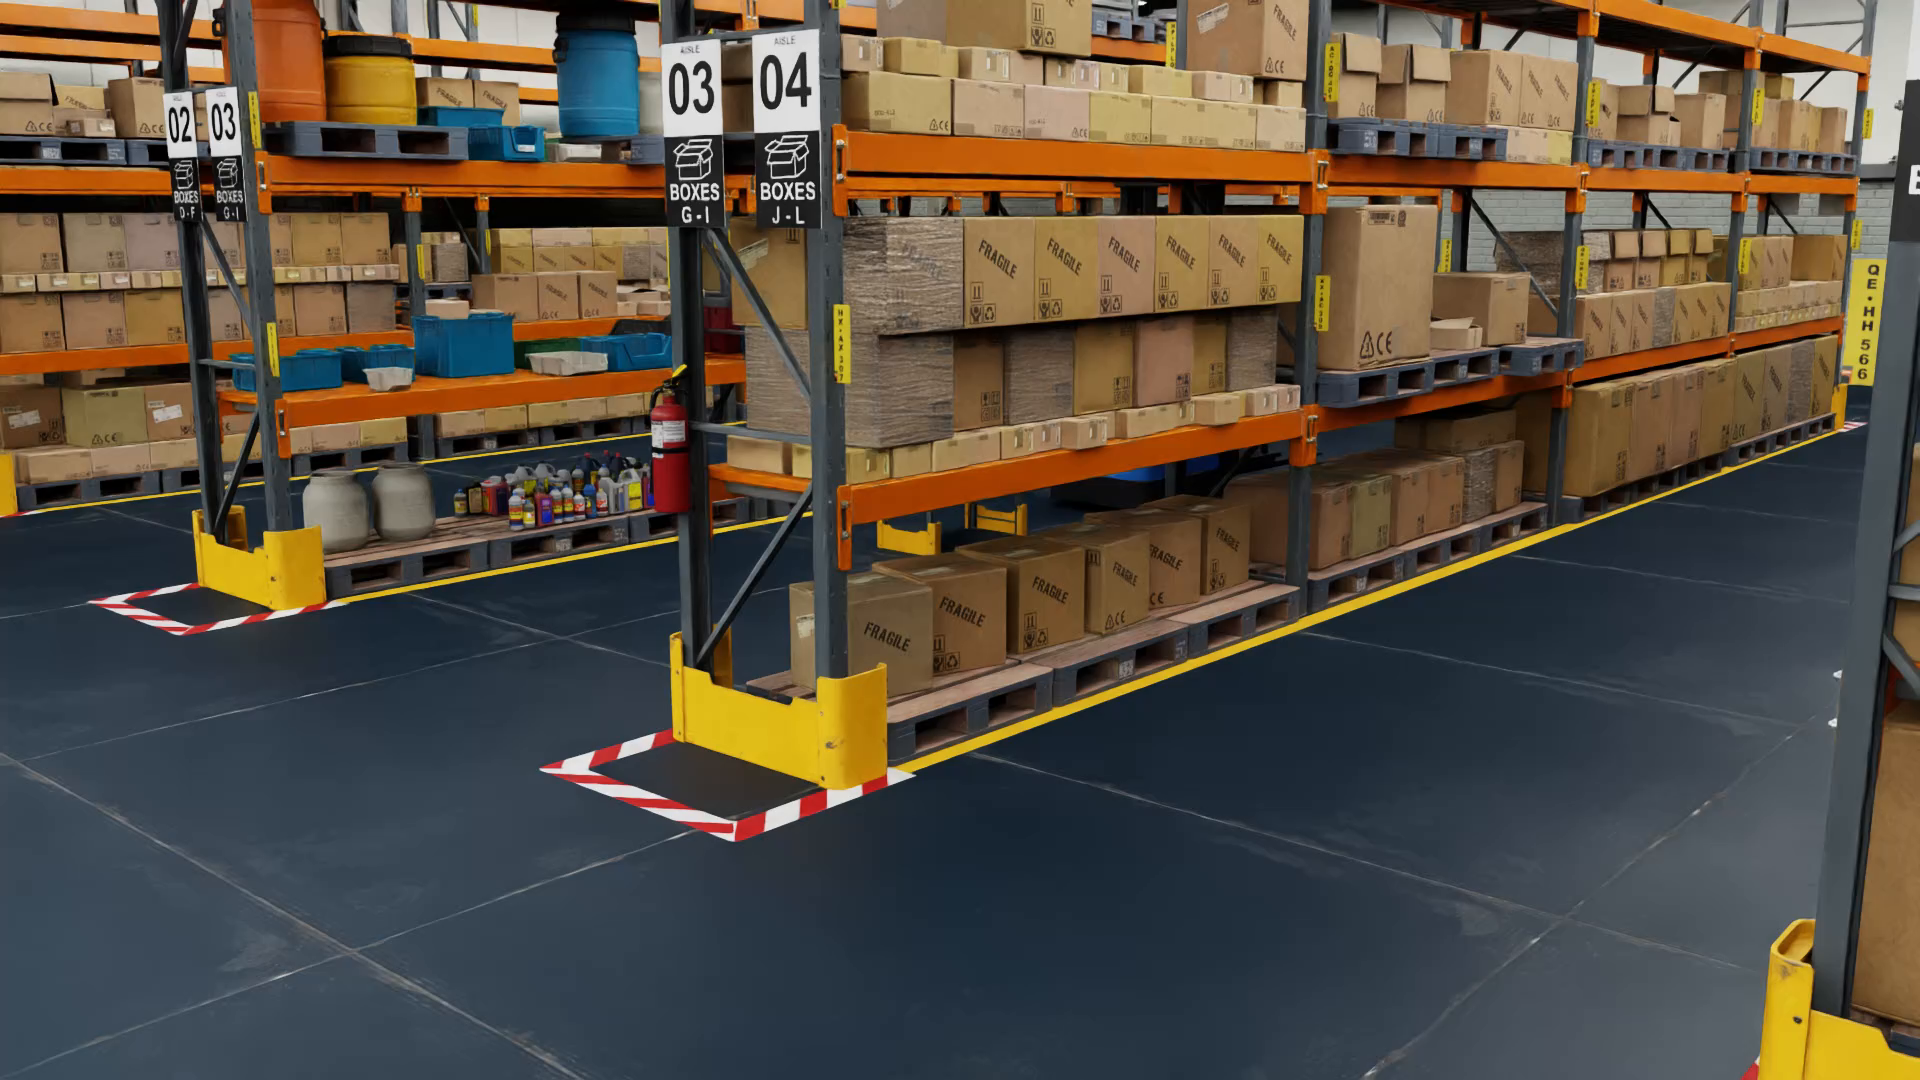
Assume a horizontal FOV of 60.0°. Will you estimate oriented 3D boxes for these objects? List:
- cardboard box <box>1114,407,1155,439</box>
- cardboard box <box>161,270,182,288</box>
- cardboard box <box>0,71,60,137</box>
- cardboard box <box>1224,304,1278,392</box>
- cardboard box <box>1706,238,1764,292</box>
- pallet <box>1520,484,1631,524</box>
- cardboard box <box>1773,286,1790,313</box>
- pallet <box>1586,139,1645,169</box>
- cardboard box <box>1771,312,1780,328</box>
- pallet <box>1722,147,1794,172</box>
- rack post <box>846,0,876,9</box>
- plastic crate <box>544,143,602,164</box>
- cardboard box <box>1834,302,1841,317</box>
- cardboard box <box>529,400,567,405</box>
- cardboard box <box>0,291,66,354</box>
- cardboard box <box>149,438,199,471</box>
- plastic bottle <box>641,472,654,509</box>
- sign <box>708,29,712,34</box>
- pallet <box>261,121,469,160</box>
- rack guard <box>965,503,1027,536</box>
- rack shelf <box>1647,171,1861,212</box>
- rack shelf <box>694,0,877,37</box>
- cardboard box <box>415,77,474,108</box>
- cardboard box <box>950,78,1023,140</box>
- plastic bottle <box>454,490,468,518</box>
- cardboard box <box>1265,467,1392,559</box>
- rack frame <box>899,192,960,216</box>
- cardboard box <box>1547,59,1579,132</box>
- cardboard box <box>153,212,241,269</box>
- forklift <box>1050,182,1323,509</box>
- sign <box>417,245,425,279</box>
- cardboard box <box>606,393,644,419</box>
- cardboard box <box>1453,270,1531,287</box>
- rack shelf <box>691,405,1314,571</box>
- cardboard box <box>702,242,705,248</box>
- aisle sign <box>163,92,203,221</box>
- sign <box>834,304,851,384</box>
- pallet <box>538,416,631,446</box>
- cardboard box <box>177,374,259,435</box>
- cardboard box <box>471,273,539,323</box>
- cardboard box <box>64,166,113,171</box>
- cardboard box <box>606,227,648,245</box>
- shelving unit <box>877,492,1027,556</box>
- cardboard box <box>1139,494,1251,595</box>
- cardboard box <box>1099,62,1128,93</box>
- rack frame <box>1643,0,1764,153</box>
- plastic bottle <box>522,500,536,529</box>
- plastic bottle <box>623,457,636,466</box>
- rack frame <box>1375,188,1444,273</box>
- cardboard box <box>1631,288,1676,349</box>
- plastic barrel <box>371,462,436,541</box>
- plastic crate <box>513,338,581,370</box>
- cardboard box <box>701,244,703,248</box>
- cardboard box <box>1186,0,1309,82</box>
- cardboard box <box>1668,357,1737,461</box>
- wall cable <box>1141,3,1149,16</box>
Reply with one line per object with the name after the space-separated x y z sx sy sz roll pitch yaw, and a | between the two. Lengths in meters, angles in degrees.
0.816 -0.641 8.905 0.380 0.149 0.250 10 15 40 | cardboard box
-7.071 -2.333 14.820 0.380 0.149 0.250 10 15 40 | cardboard box
-7.958 -3.626 13.855 0.637 0.503 0.797 -11 16 -44 | cardboard box
1.395 -1.190 9.994 0.875 0.500 0.500 10 15 40 | cardboard box
7.528 -2.707 16.317 0.500 0.500 0.500 10 15 40 | cardboard box
4.956 -0.380 14.076 1.003 0.211 1.213 10 15 40 | pallet
8.196 -2.487 17.128 0.500 0.250 0.500 10 15 42 | cardboard box
4.764 -3.121 13.505 1.213 0.211 1.003 11 16 43 | pallet
8.152 -2.261 17.016 0.380 0.149 0.250 9 15 40 | cardboard box
7.567 -3.776 16.528 1.003 0.211 1.213 10 15 40 | pallet
-0.747 -5.034 14.430 1.013 1.000 3.121 10 15 40 | rack post
-2.738 -2.747 11.819 0.243 0.136 0.396 10 15 40 | plastic crate
9.672 -2.600 18.713 0.380 0.149 0.250 10 15 41 | cardboard box
-4.565 -1.645 17.804 0.500 0.311 0.500 9 14 38 | cardboard box
-8.023 -1.862 14.119 0.700 0.500 0.500 10 15 40 | cardboard box
-7.162 -0.801 15.012 0.500 0.250 0.500 10 15 40 | cardboard box
-2.393 -0.387 12.805 0.133 0.283 0.061 -11 16 -44 | plastic bottle
-3.727 -7.522 24.808 0.100 0.325 0.005 10 15 40 | sign
-4.003 -2.592 10.855 1.003 0.211 1.213 10 15 40 | pallet
0.278 -0.185 12.997 0.587 0.250 0.087 10 15 40 | rack guard
8.340 -3.642 17.468 1.077 0.370 4.000 10 15 40 | rack shelf
-0.662 -4.381 14.526 1.077 0.370 4.000 10 15 40 | rack shelf
-5.263 -4.391 16.775 0.500 0.500 0.500 10 15 41 | cardboard box
-0.054 -1.976 7.671 0.500 0.250 0.500 9 15 39 | cardboard box
-3.739 -0.275 12.452 0.097 0.201 0.097 0 11 0 | plastic bottle
2.489 -0.198 11.304 0.700 0.500 0.500 10 15 40 | cardboard box
-0.419 -3.511 22.633 1.000 3.000 0.127 10 15 40 | rack frame
4.252 -3.304 12.405 0.500 0.500 0.500 10 15 42 | cardboard box
-6.982 -2.732 15.163 0.700 0.500 0.500 10 15 40 | cardboard box
2.152 -1.879 14.633 1.130 2.935 3.031 11 15 43 | forklift
-5.282 -2.726 16.289 0.100 0.325 0.005 10 15 40 | sign
-3.896 -1.522 18.619 0.500 0.250 0.500 10 15 42 | cardboard box
4.053 -1.812 12.797 0.500 0.500 0.500 8 14 33 | cardboard box
0.418 -0.406 8.922 1.077 0.370 4.000 10 15 40 | rack shelf
-3.772 -4.376 26.197 0.980 0.700 0.700 10 15 41 | cardboard box
-4.893 -2.407 10.469 0.394 0.787 0.004 10 15 40 | aisle sign
-0.494 -0.819 6.942 0.100 0.325 0.005 10 15 40 | sign
-4.438 -1.261 18.484 1.003 0.211 1.213 10 15 40 | pallet
-6.827 -1.242 15.303 0.500 0.500 0.500 10 15 40 | cardboard box
-4.833 -2.572 17.674 0.500 0.500 0.500 -11 16 -43 | cardboard box
-9.915 -4.325 18.742 0.500 0.500 0.500 8 14 36 | cardboard box
-4.940 -4.473 24.467 0.500 0.250 0.500 10 15 41 | cardboard box
-0.050 -0.724 12.508 0.587 1.500 1.083 10 15 40 | shelving unit
1.445 0.021 10.260 0.500 0.500 0.500 9 15 39 | cardboard box
0.631 -2.338 8.465 0.380 0.149 0.250 9 14 38 | cardboard box
7.020 -5.172 15.630 1.000 3.000 0.127 10 15 40 | rack frame
-3.123 -0.190 12.025 0.097 0.201 0.097 0 11 0 | plastic bottle
-2.714 -0.532 13.548 0.152 0.276 0.135 10 15 42 | plastic bottle
5.939 -3.459 22.370 1.000 3.000 0.127 10 15 40 | rack frame
5.910 -1.952 14.571 0.500 0.500 0.500 10 15 41 | cardboard box
-3.914 -0.271 11.690 0.421 0.512 0.421 0 11 0 | plastic barrel
-3.090 -1.426 12.734 0.450 0.188 0.662 10 15 40 | plastic crate
-4.258 -4.255 25.293 0.500 0.500 0.500 9 15 39 | cardboard box
1.633 -2.865 9.446 0.500 0.500 0.500 9 15 39 | cardboard box
6.612 -1.297 15.900 1.225 0.875 0.875 10 15 41 | cardboard box
4.532 -9.072 30.189 3.097 2.526 0.112 10 15 40 | wall cable
